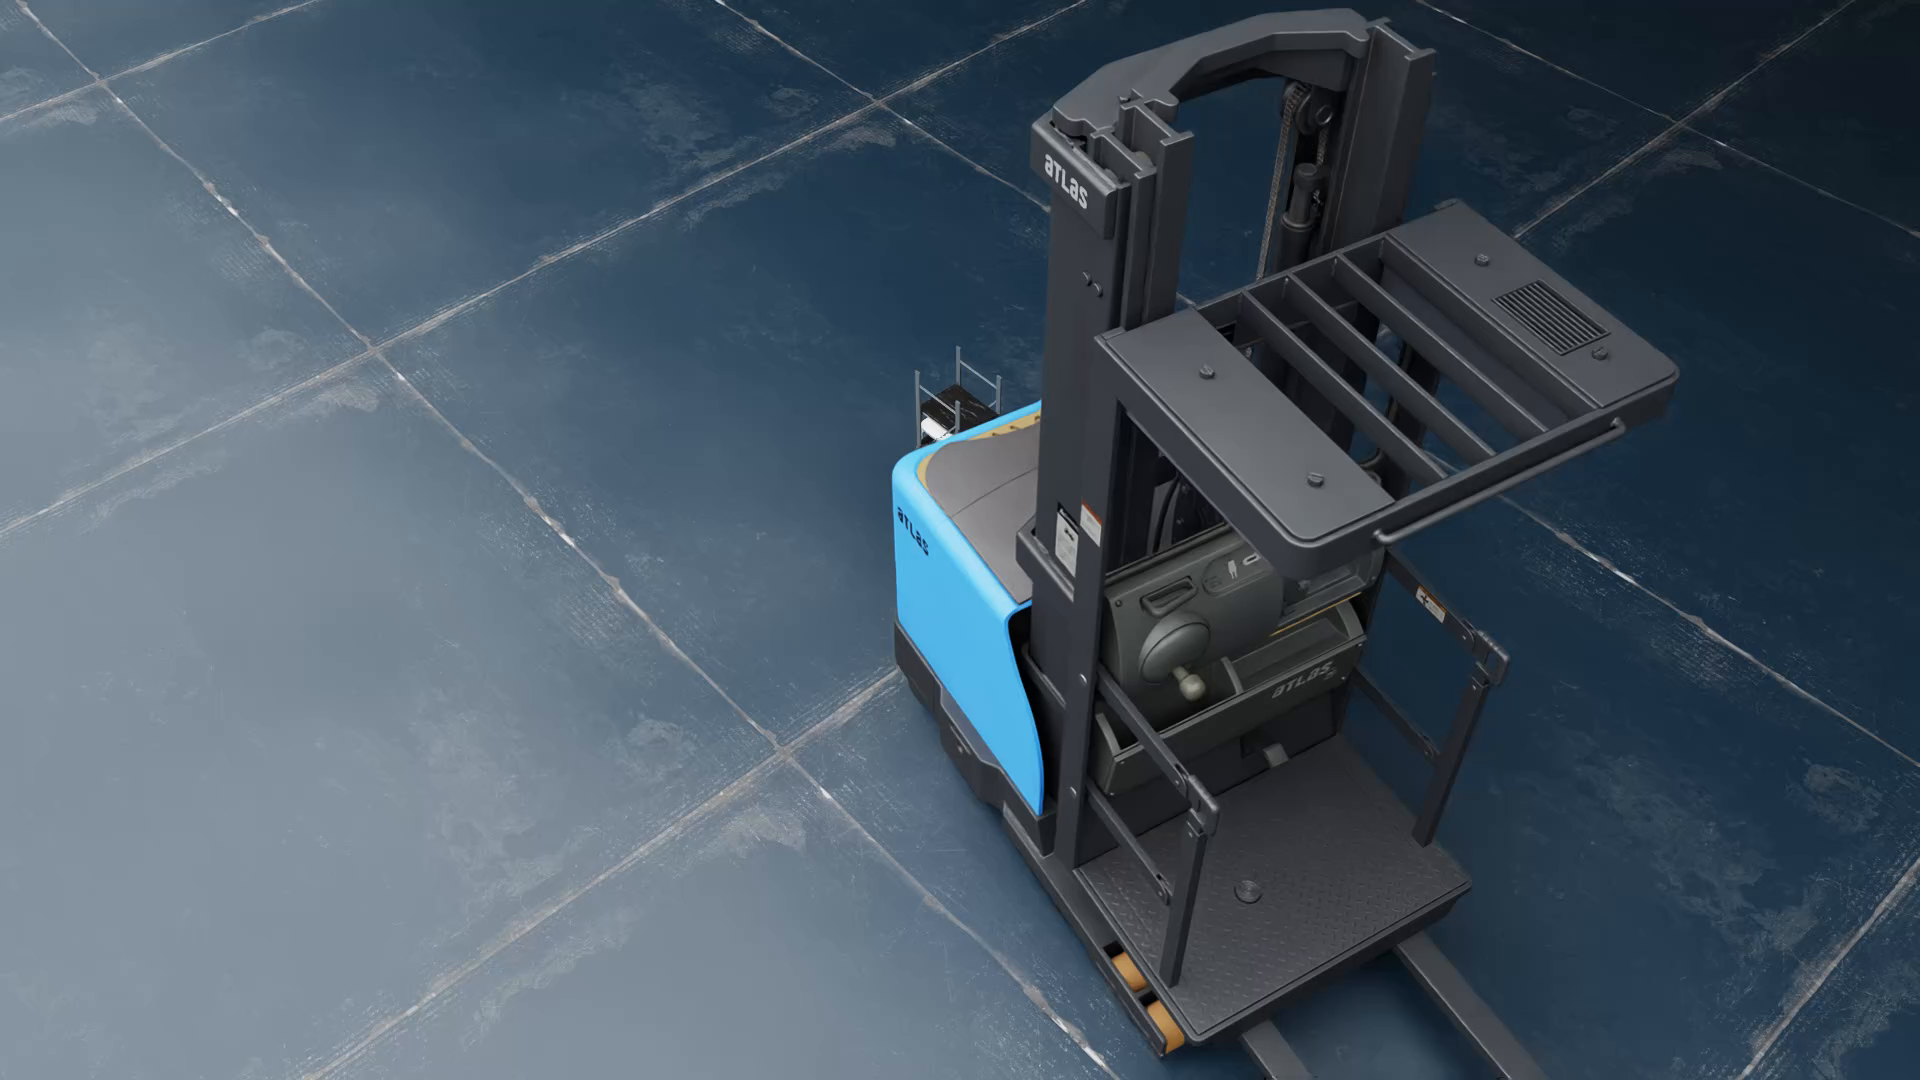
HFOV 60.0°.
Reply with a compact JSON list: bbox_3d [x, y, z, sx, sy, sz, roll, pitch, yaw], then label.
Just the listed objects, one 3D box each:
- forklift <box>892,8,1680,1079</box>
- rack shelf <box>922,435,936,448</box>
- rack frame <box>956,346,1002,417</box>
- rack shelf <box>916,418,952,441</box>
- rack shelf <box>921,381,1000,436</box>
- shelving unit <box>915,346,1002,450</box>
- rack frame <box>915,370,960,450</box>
[{"bbox_3d":[0.927,0.230,4.544,1.130,2.935,3.031,-23,51,-20],"label":"forklift"},{"bbox_3d":[-0.006,-0.340,6.374,0.200,0.077,0.258,-34,56,-27],"label":"rack shelf"},{"bbox_3d":[0.069,-0.351,6.462,0.006,0.900,0.240,-34,56,-27],"label":"rack frame"},{"bbox_3d":[-0.006,-0.401,6.308,0.200,0.077,0.258,-34,56,-27],"label":"rack shelf"},{"bbox_3d":[-0.006,-0.462,6.242,0.200,0.077,0.258,-34,56,-27],"label":"rack shelf"},{"bbox_3d":[-0.006,-0.301,6.416,0.210,0.900,0.258,-34,56,-27],"label":"shelving unit"},{"bbox_3d":[-0.081,-0.251,6.369,0.006,0.900,0.240,-34,56,-27],"label":"rack frame"}]
